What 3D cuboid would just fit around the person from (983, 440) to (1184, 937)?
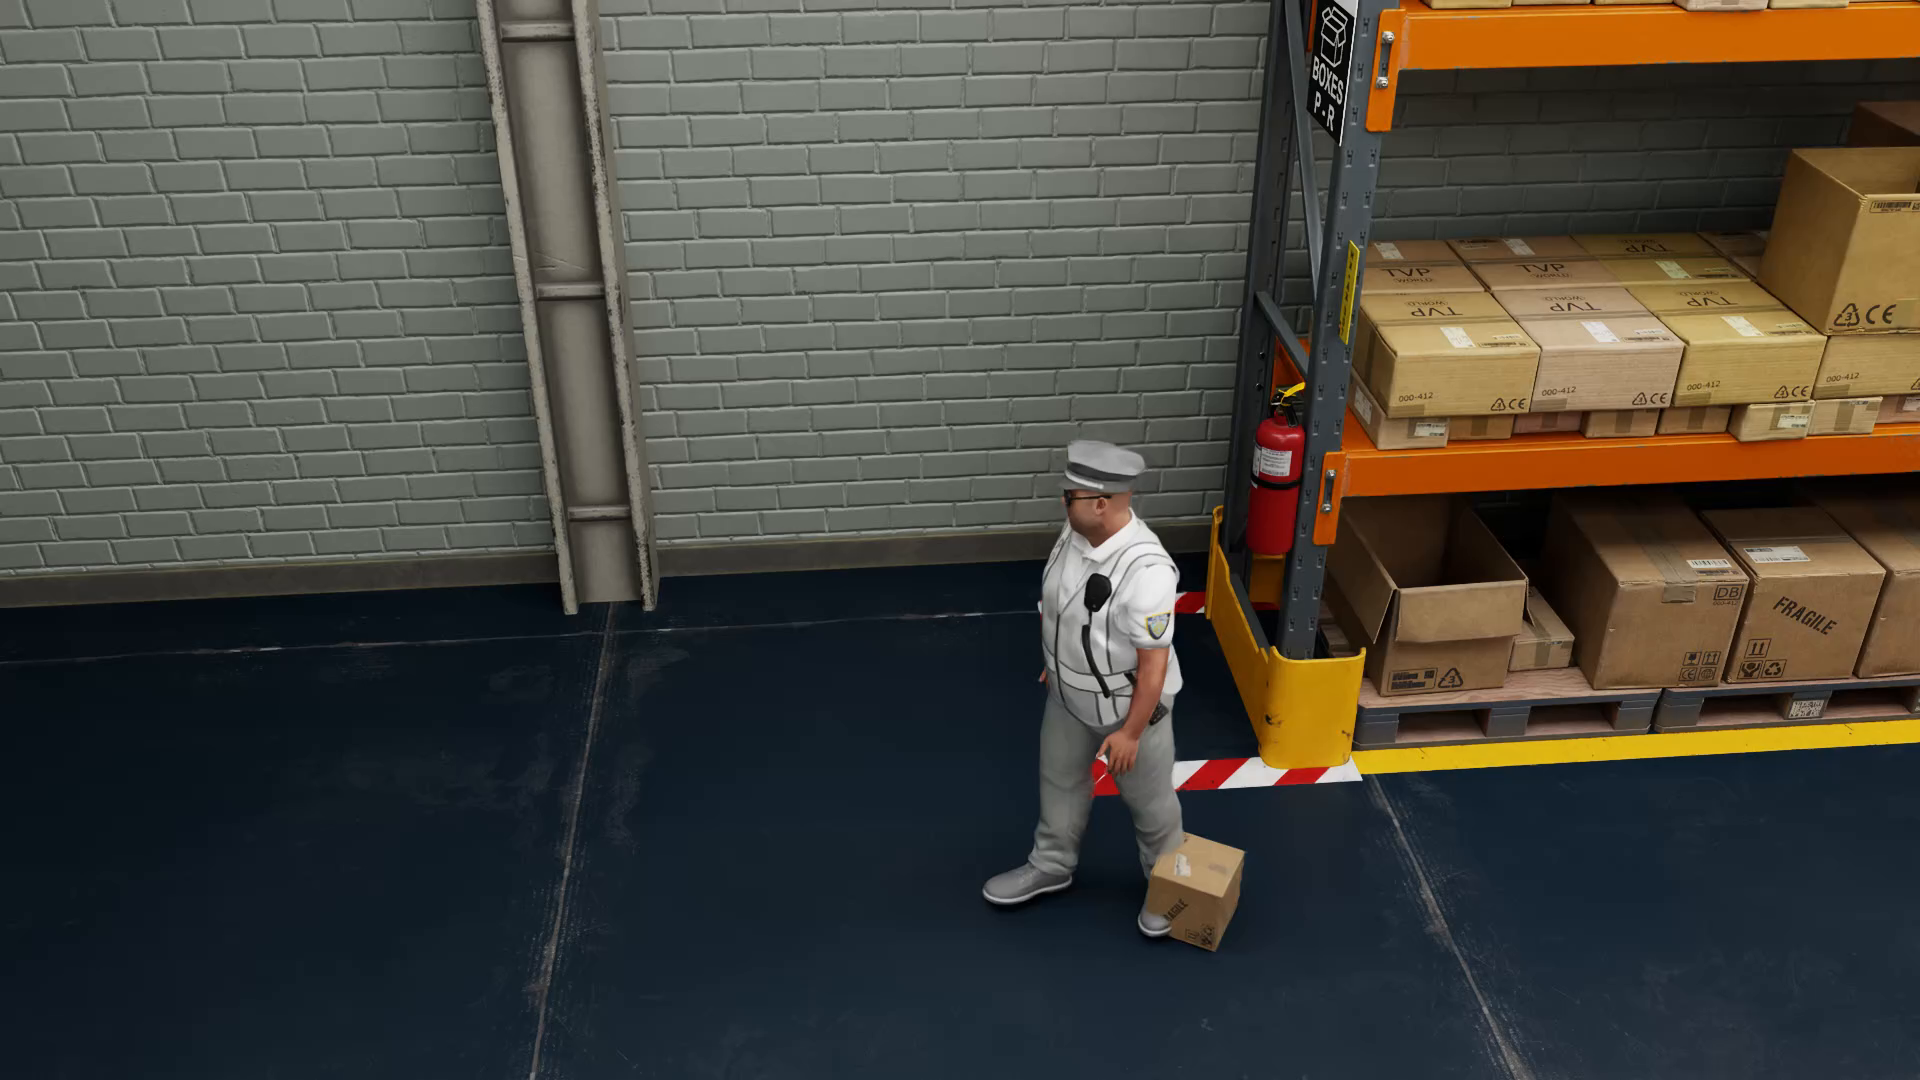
[{"bbox_3d":[0.438,0.487,5.283,0.624,1.738,0.610,-19,36,-28],"label":"person"}]
